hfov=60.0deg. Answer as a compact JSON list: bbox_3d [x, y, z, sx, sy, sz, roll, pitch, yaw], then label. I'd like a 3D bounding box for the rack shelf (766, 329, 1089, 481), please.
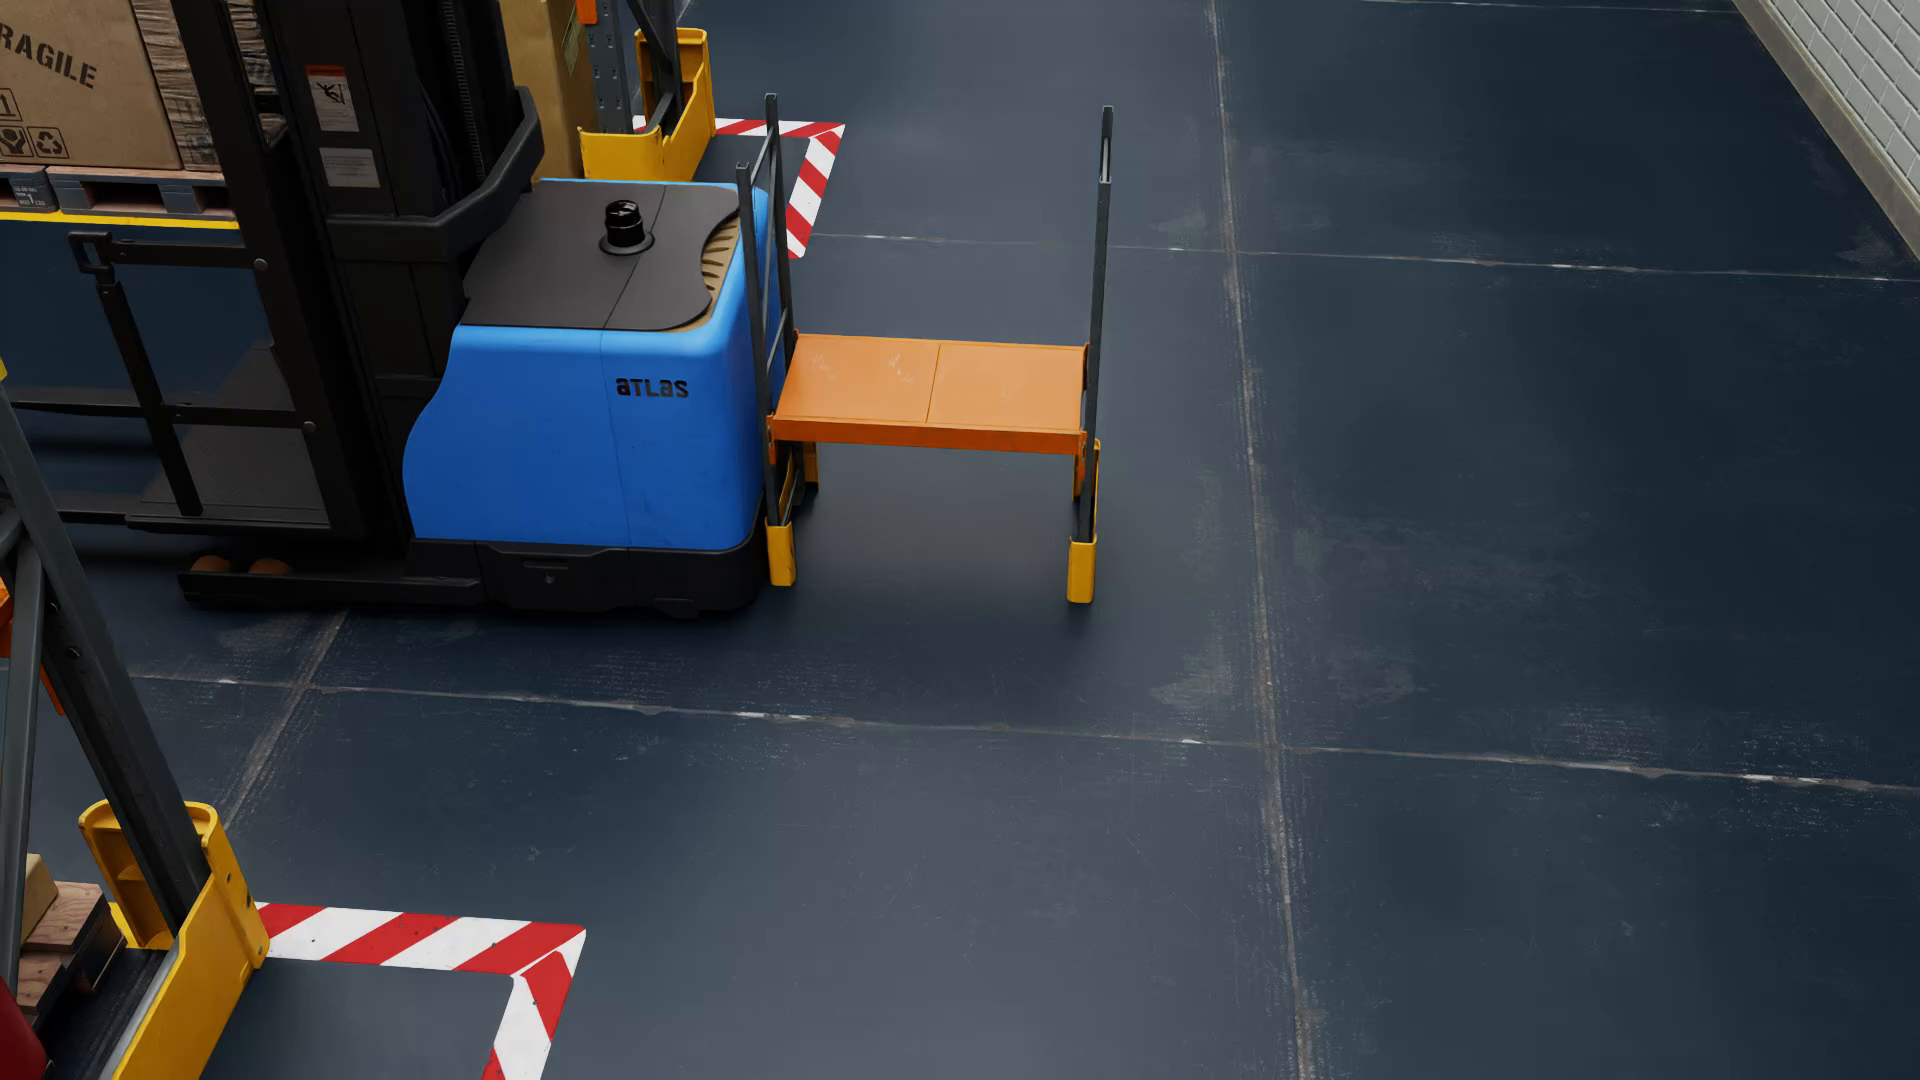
[{"bbox_3d":[-0.085,-0.447,5.396,1.000,0.185,0.538,3,39,4],"label":"rack shelf"}]

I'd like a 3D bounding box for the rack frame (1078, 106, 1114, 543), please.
[{"bbox_3d":[0.421,-0.559,5.248,0.032,1.500,0.500,3,39,4],"label":"rack frame"}]

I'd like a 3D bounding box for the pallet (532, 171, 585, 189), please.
[{"bbox_3d":[-2.250,-1.779,7.769,1.213,0.211,1.003,3,39,4],"label":"pallet"}]

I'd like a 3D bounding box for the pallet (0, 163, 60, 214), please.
[{"bbox_3d":[-4.681,-1.912,7.932,1.213,0.211,1.003,3,39,4],"label":"pallet"}]

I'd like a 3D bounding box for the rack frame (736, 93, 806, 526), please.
[{"bbox_3d":[-0.591,-0.614,5.316,0.032,1.500,0.500,3,39,4],"label":"rack frame"}]

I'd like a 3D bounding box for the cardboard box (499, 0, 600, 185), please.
[{"bbox_3d":[-2.091,-2.190,7.415,0.875,0.875,0.875,3,39,4],"label":"cardboard box"}]

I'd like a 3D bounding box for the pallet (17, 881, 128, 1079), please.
[{"bbox_3d":[-2.858,1.258,4.037,1.213,0.211,1.003,3,39,4],"label":"pallet"}]

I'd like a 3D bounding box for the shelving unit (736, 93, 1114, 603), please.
[{"bbox_3d":[-0.076,-0.586,5.282,1.083,1.500,0.587,3,39,4],"label":"shelving unit"}]

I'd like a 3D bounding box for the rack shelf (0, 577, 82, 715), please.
[{"bbox_3d":[-3.968,0.417,3.431,4.000,0.370,1.077,3,39,4],"label":"rack shelf"}]

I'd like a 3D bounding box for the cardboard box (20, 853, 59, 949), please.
[{"bbox_3d":[-2.470,0.960,4.120,0.250,0.149,0.380,4,39,5],"label":"cardboard box"}]

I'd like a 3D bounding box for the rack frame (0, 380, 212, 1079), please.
[{"bbox_3d":[-1.976,0.247,3.070,0.127,3.000,1.000,3,39,4],"label":"rack frame"}]

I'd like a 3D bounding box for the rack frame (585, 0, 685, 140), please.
[{"bbox_3d":[-1.447,-2.867,6.896,0.127,3.000,1.000,3,39,4],"label":"rack frame"}]

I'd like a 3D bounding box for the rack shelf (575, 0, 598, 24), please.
[{"bbox_3d":[-3.440,-2.697,7.257,4.000,0.370,1.077,3,39,4],"label":"rack shelf"}]

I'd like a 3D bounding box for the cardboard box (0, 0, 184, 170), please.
[{"bbox_3d":[-3.885,-2.288,7.535,0.875,0.875,0.875,3,39,4],"label":"cardboard box"}]

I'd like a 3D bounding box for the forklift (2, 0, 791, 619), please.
[{"bbox_3d":[-2.141,-1.243,4.955,3.031,2.935,1.130,2,39,3],"label":"forklift"}]

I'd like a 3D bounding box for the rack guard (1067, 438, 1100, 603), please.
[{"bbox_3d":[0.420,-0.074,5.643,0.087,0.250,0.587,3,39,4],"label":"rack guard"}]

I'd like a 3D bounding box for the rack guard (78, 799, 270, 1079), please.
[{"bbox_3d":[-2.051,1.213,3.864,0.348,0.500,1.175,3,39,4],"label":"rack guard"}]

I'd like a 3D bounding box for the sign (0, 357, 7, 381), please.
[{"bbox_3d":[-1.929,-0.430,3.216,0.005,0.325,0.100,3,39,4],"label":"sign"}]

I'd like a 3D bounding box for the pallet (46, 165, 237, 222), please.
[{"bbox_3d":[-3.462,-1.848,7.853,1.213,0.211,1.003,3,39,4],"label":"pallet"}]

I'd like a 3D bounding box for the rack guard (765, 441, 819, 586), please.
[{"bbox_3d":[-0.572,-0.128,5.710,0.087,0.250,0.587,3,39,4],"label":"rack guard"}]

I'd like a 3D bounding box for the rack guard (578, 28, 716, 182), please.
[{"bbox_3d":[-1.423,-1.896,7.683,0.348,0.500,1.175,3,39,4],"label":"rack guard"}]

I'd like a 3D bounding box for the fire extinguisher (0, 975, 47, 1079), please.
[{"bbox_3d":[-1.764,0.726,2.839,0.183,0.674,0.296,3,39,4],"label":"fire extinguisher"}]

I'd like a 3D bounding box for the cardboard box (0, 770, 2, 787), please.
[{"bbox_3d":[-2.468,0.717,3.947,0.250,0.149,0.380,1,39,2],"label":"cardboard box"}]

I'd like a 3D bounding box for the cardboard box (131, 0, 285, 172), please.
[{"bbox_3d":[-2.998,-2.240,7.476,0.875,0.875,0.875,3,39,4],"label":"cardboard box"}]
